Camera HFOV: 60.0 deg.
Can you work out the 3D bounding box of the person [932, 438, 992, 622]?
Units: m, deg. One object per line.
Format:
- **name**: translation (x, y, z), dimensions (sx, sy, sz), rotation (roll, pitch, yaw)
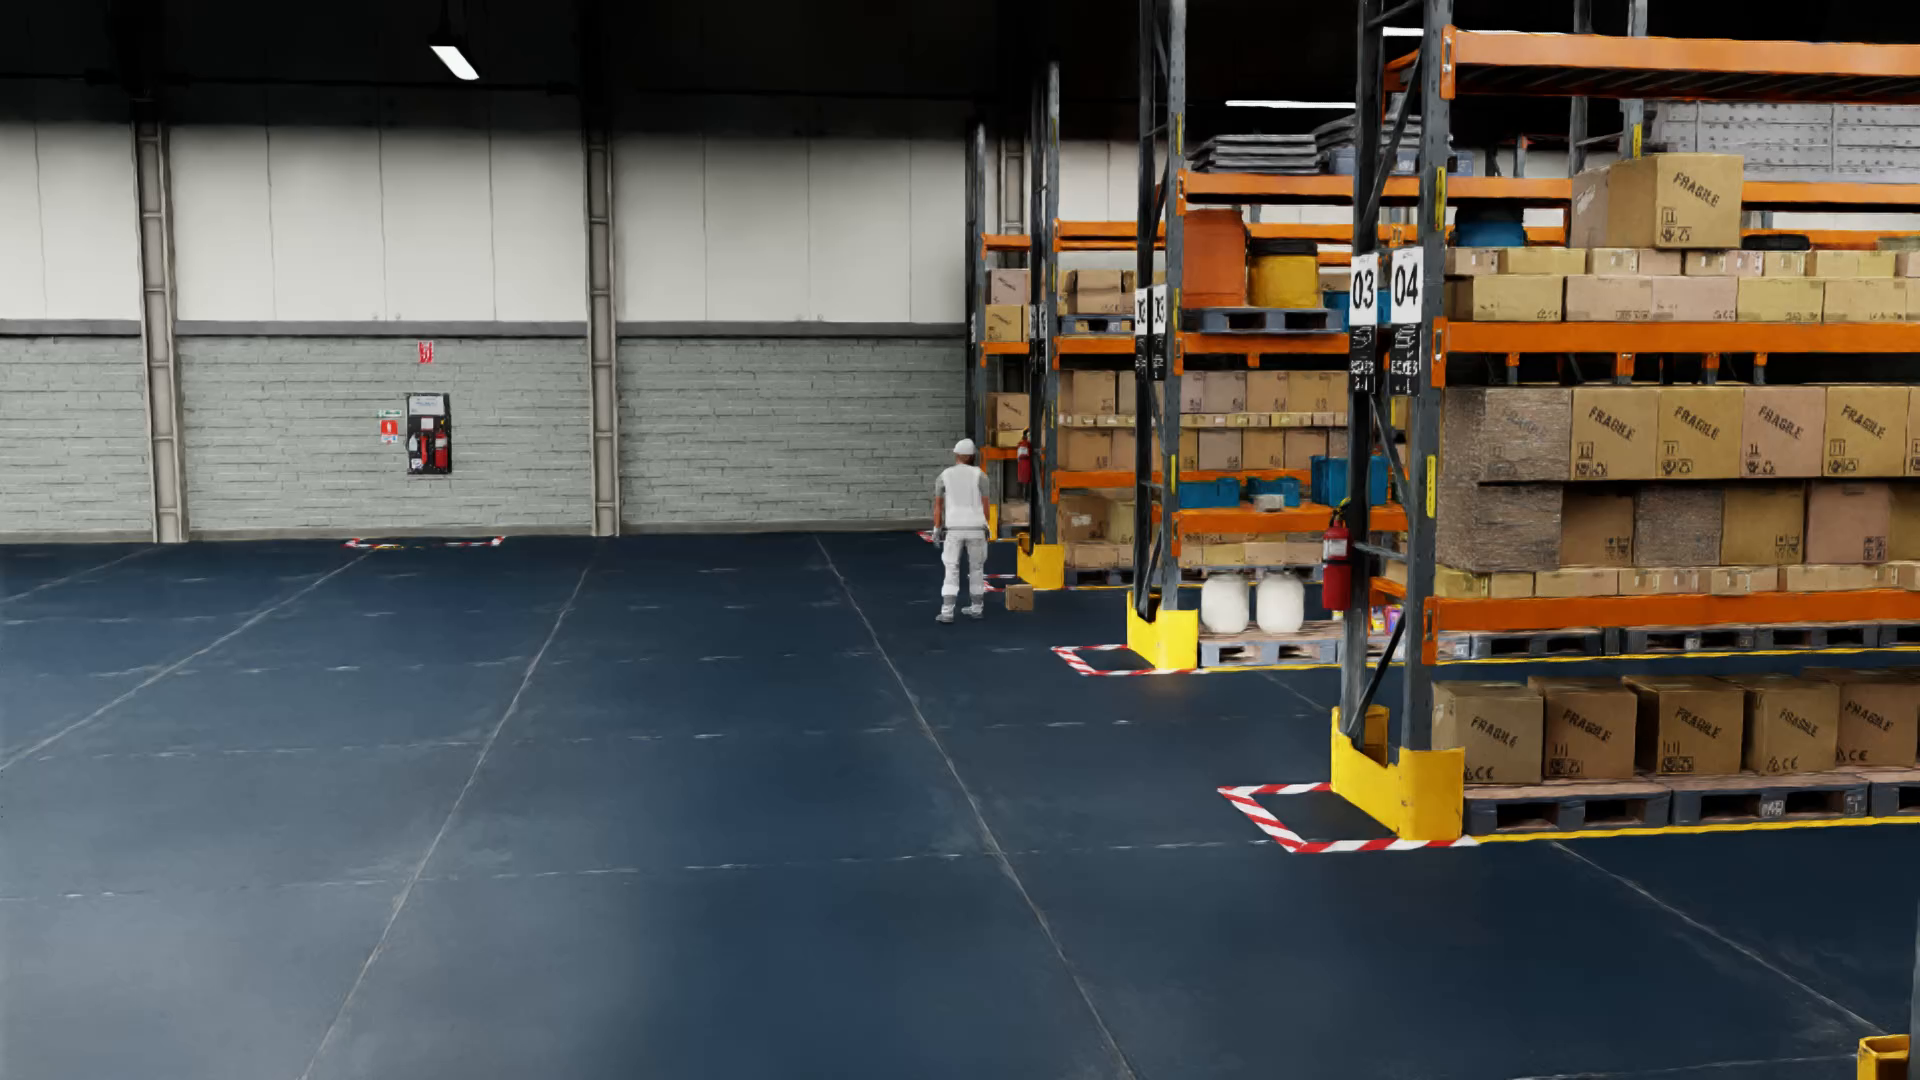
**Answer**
- **person**: translation (0.020, -0.101, 16.325), dimensions (0.578, 1.794, 0.526), rotation (0, 6, 4)
